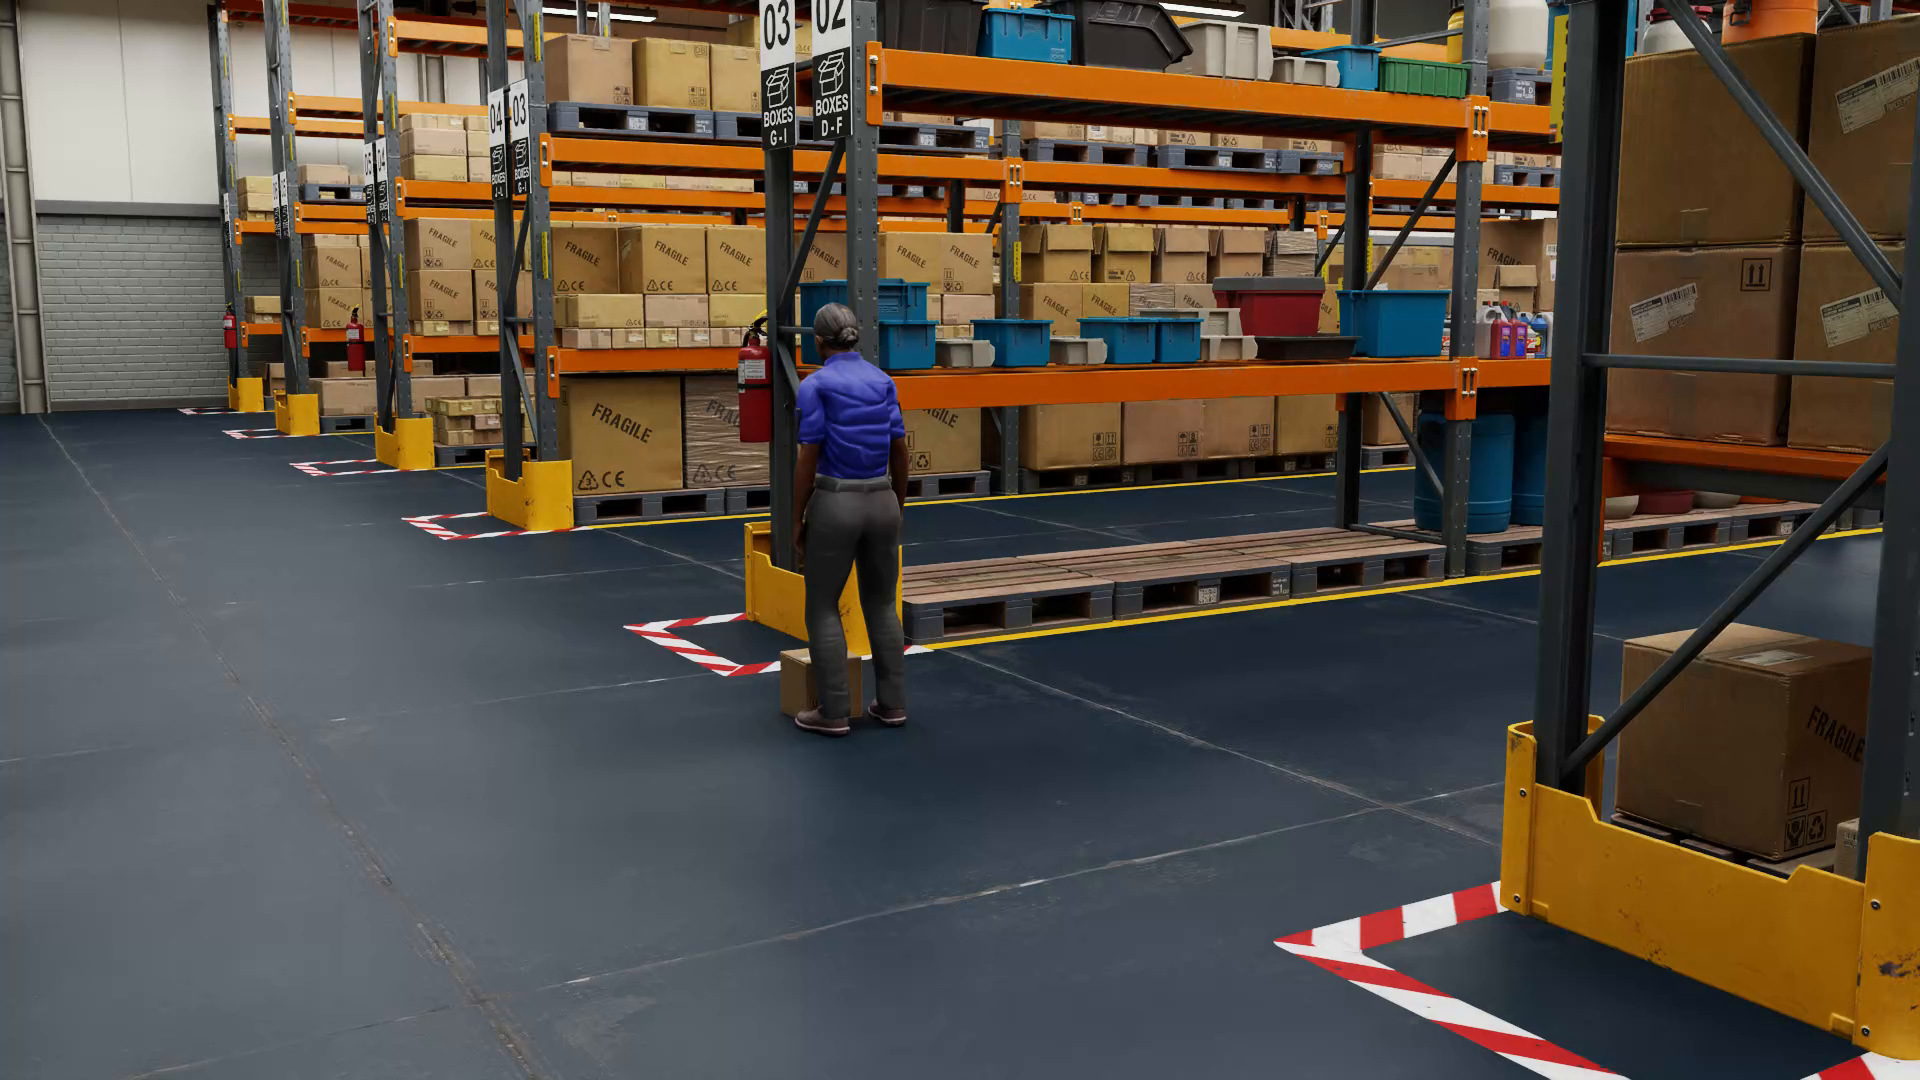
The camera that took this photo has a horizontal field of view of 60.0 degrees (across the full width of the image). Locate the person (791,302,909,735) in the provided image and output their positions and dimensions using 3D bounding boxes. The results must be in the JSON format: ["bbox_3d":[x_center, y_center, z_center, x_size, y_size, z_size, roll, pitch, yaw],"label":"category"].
[{"bbox_3d":[-0.424,-0.084,6.428,0.503,1.654,0.348,-5,10,-31],"label":"person"}]
